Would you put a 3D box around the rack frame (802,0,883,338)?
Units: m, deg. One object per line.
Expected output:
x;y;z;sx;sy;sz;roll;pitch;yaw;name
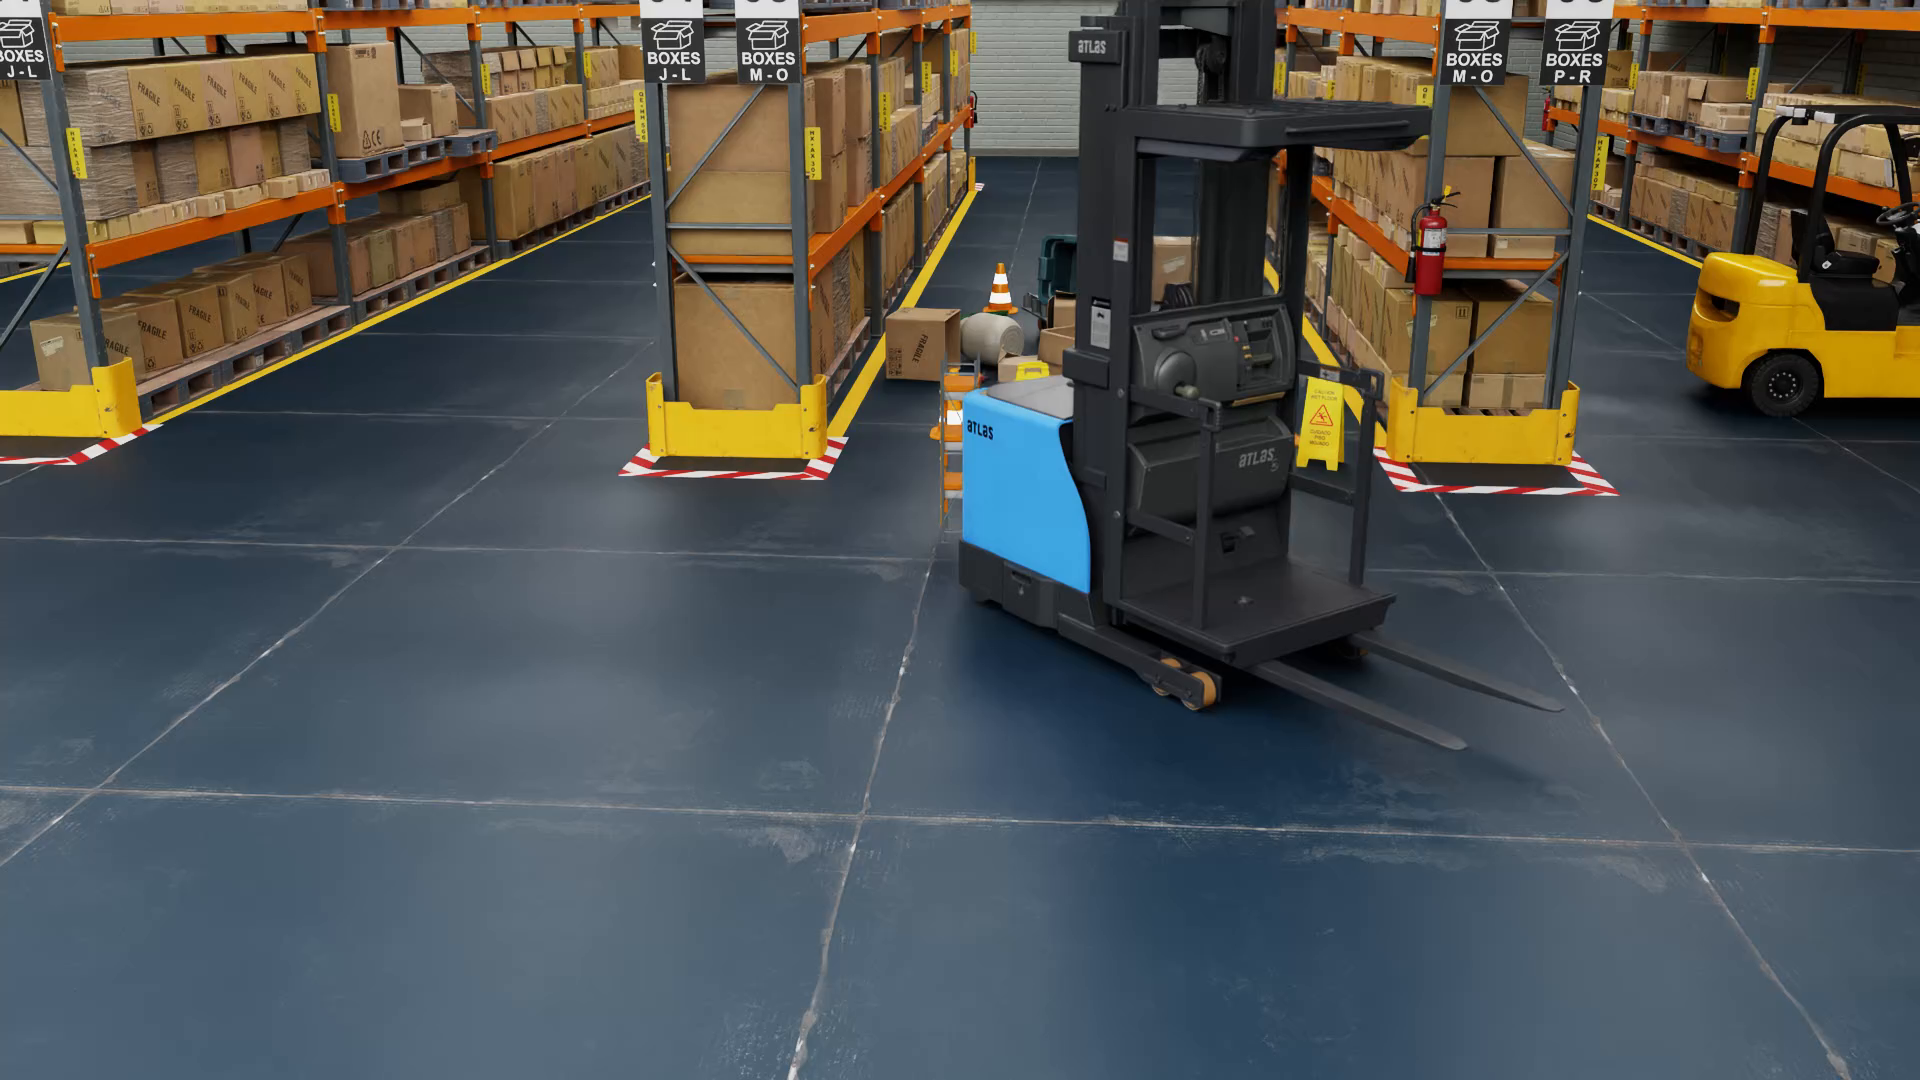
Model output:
-1.206;-3.279;14.612;1.000;3.000;0.127;1;18;4;rack frame

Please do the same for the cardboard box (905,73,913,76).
-0.880;-6.109;22.610;0.500;0.500;0.500;1;18;4;cardboard box

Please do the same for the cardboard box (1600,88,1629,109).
9.126;-6.119;23.042;0.500;0.250;0.500;1;18;4;cardboard box

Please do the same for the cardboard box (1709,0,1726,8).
8.842;-6.163;18.837;0.500;0.250;0.500;1;18;4;cardboard box

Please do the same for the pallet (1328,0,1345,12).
3.889;-4.725;14.510;1.213;0.211;1.003;1;18;4;pallet

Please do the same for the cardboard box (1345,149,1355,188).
3.416;-3.102;13.433;0.500;0.500;0.500;1;18;4;cardboard box

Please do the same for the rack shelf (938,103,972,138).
-0.489;-6.043;24.202;1.077;0.370;4.000;1;18;4;rack shelf

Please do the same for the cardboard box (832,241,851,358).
-1.382;-1.995;13.431;0.875;0.875;0.875;1;18;4;cardboard box

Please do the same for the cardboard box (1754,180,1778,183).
9.391;-4.133;19.516;0.380;0.149;0.250;1;18;3;cardboard box

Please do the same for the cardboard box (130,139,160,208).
-6.450;-2.695;12.194;0.875;0.500;0.500;1;18;4;cardboard box

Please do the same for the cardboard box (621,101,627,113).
-5.109;-6.355;24.403;0.380;0.149;0.250;1;18;2;cardboard box

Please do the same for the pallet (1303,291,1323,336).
3.793;-2.116;15.543;1.003;0.211;1.213;1;18;4;pallet

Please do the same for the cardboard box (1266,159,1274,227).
4.290;-4.399;20.769;0.875;0.875;0.875;2;18;6;cardboard box

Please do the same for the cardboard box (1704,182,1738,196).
8.875;-4.058;19.290;0.380;0.149;0.250;2;18;6;cardboard box

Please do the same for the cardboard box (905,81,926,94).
-0.600;-5.431;19.955;0.380;0.149;0.250;2;18;6;cardboard box

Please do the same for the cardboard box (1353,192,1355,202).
3.441;-2.827;13.636;0.380;0.149;0.250;1;18;4;cardboard box

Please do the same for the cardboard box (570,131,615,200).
-5.445;-5.298;23.514;0.875;0.875;0.875;1;18;4;cardboard box

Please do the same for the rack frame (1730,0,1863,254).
8.976;-4.332;17.827;1.000;3.000;0.127;1;18;4;rack frame

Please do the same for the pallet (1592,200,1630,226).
9.313;-4.463;22.704;1.003;0.211;1.213;1;18;4;pallet

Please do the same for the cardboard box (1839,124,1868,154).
8.542;-3.733;15.436;0.500;0.250;0.500;2;18;5;cardboard box

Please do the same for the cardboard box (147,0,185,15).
-6.070;-3.991;12.208;0.500;0.250;0.500;1;18;4;cardboard box

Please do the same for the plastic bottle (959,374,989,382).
0.084;-1.291;13.266;0.283;0.061;0.133;-5;19;-15;plastic bottle

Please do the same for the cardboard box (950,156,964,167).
-0.144;-5.639;24.765;0.380;0.149;0.250;2;18;6;cardboard box

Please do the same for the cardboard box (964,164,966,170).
-0.099;-5.821;25.798;0.380;0.149;0.250;1;18;2;cardboard box

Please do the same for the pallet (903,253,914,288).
-1.051;-2.953;18.095;1.003;0.211;1.213;1;18;4;pallet

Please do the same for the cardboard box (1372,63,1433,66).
3.423;-3.254;12.293;0.700;0.500;0.500;1;18;4;cardboard box

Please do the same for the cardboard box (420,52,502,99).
-5.791;-5.414;19.357;0.797;0.503;0.637;2;18;6;cardboard box

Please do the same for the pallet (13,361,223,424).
-6.334;-1.128;12.528;1.003;0.211;1.213;1;18;4;pallet

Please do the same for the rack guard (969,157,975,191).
-0.351;-5.794;26.303;1.175;0.500;0.348;1;18;4;rack guard

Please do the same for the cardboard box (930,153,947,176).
-0.434;-4.894;21.678;0.500;0.250;0.500;1;18;2;cardboard box

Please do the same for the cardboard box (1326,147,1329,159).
3.537;-3.527;15.099;0.380;0.149;0.250;1;18;2;cardboard box

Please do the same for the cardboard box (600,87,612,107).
-5.237;-6.270;23.504;0.500;0.250;0.500;1;18;4;cardboard box

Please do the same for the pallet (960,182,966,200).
-0.445;-5.405;25.580;1.003;0.211;1.213;1;18;4;pallet

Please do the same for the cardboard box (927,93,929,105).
-0.578;-5.372;20.252;0.380;0.149;0.250;2;18;6;cardboard box

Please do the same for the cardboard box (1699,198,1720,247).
8.839;-3.635;19.040;0.500;0.500;0.500;1;18;3;cardboard box

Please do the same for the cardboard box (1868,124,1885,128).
8.450;-3.797;14.991;0.380;0.149;0.250;1;18;2;cardboard box

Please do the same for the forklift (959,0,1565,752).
1.266;-0.828;7.244;1.130;2.935;3.031;-13;22;-34;forklift

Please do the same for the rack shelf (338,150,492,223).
-6.003;-3.700;17.053;1.077;0.370;4.000;1;18;4;rack shelf

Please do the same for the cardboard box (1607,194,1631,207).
9.010;-4.599;22.545;0.380;0.149;0.250;1;18;2;cardboard box

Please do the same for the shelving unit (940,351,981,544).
0.004;-0.516;9.310;0.215;1.050;0.252;1;18;4;shelving unit

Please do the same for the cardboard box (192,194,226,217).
-5.970;-2.606;12.962;0.380;0.149;0.250;1;18;4;cardboard box

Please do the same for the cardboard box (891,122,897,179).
-0.864;-3.640;15.555;0.500;0.500;0.500;1;18;4;cardboard box

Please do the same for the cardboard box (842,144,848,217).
-1.332;-2.732;12.702;0.875;0.550;0.500;1;18;4;cardboard box

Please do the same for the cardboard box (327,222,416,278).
-5.988;-2.954;16.928;0.700;0.500;0.500;0;18;-1;cardboard box

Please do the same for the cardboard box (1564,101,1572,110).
9.281;-6.521;24.912;0.380;0.149;0.250;2;18;5;cardboard box

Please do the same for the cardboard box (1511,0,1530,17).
3.729;-3.443;10.698;0.380;0.149;0.250;1;18;2;cardboard box

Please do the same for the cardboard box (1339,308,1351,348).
3.400;-1.749;13.685;0.500;0.250;0.500;2;18;7;cardboard box

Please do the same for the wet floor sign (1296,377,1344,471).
2.371;-0.803;10.838;0.267;0.644;0.232;8;20;23;wet floor sign

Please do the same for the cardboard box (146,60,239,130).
-6.014;-3.473;12.961;0.500;0.500;0.500;1;18;4;cardboard box

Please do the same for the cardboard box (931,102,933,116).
-0.534;-5.393;20.794;0.380;0.149;0.250;1;18;2;cardboard box

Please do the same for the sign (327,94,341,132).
-5.604;-3.822;14.881;0.100;0.325;0.005;1;18;4;sign
